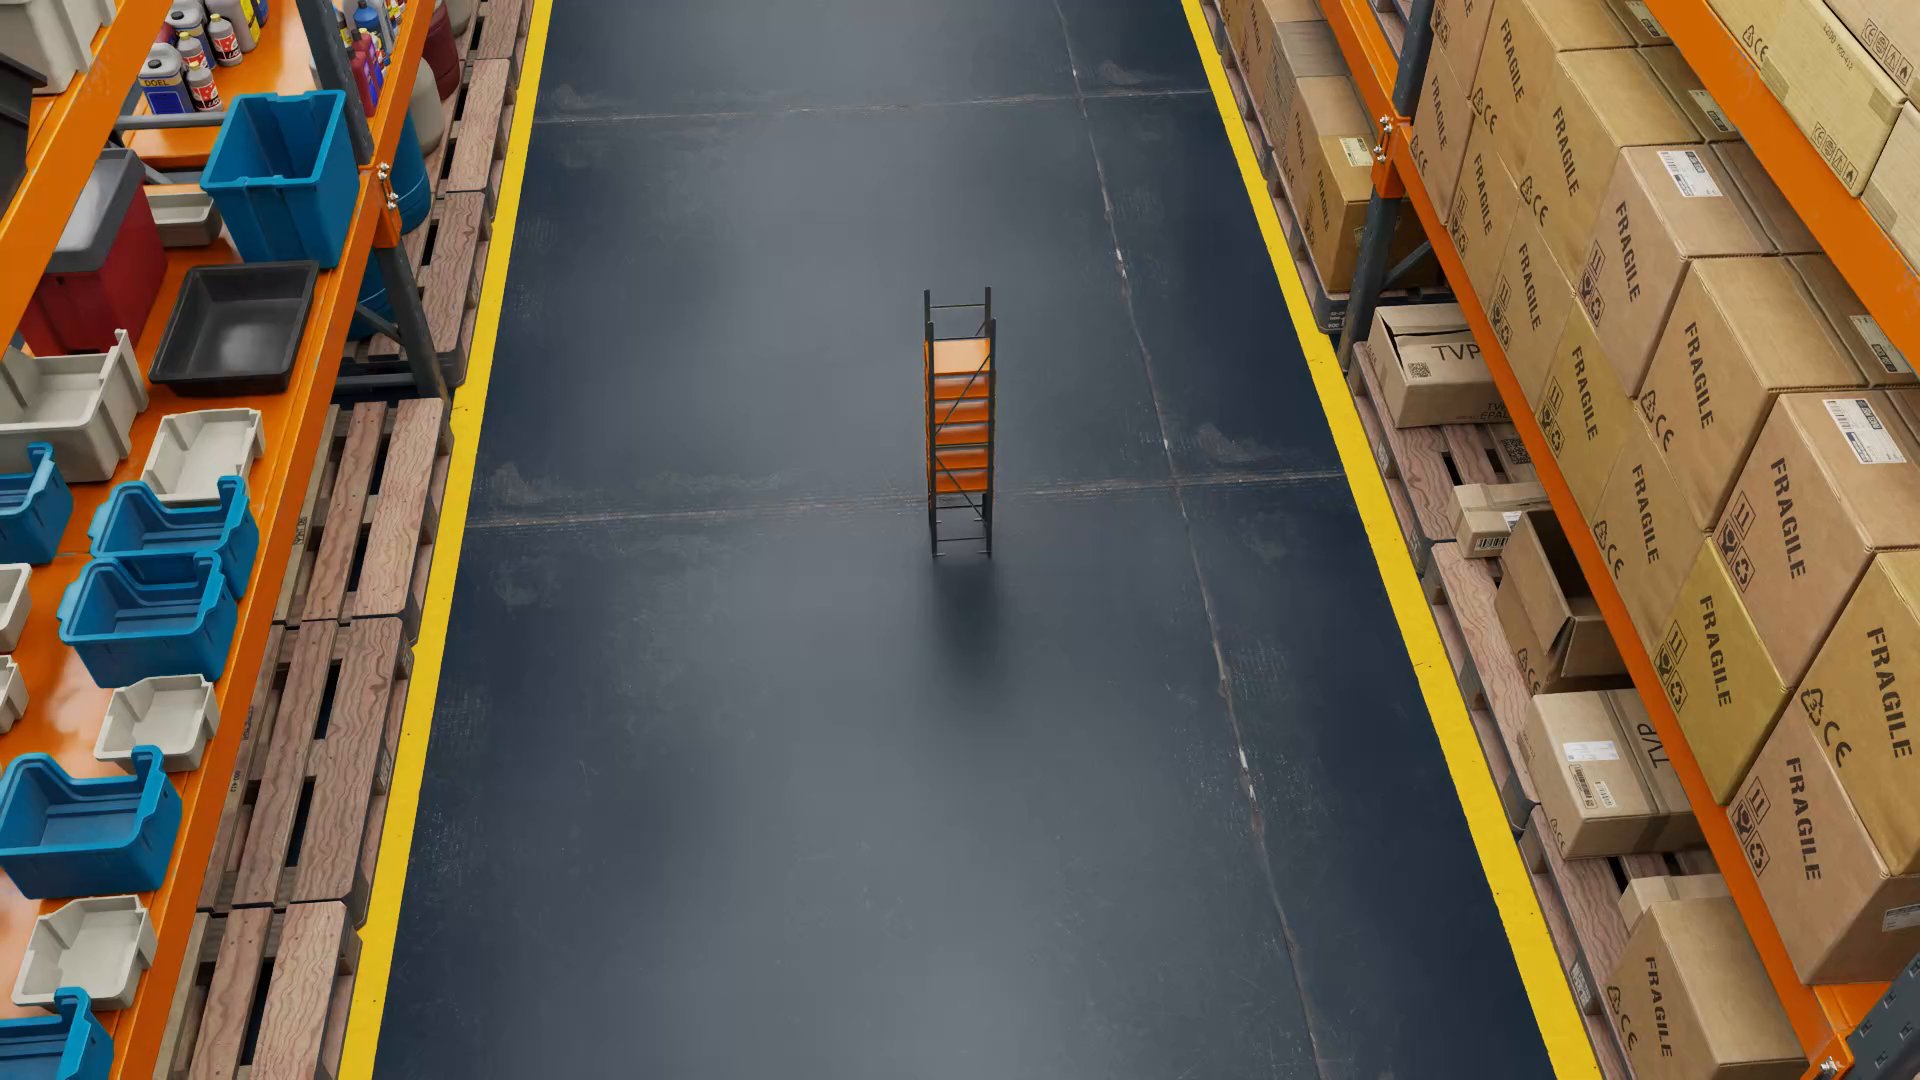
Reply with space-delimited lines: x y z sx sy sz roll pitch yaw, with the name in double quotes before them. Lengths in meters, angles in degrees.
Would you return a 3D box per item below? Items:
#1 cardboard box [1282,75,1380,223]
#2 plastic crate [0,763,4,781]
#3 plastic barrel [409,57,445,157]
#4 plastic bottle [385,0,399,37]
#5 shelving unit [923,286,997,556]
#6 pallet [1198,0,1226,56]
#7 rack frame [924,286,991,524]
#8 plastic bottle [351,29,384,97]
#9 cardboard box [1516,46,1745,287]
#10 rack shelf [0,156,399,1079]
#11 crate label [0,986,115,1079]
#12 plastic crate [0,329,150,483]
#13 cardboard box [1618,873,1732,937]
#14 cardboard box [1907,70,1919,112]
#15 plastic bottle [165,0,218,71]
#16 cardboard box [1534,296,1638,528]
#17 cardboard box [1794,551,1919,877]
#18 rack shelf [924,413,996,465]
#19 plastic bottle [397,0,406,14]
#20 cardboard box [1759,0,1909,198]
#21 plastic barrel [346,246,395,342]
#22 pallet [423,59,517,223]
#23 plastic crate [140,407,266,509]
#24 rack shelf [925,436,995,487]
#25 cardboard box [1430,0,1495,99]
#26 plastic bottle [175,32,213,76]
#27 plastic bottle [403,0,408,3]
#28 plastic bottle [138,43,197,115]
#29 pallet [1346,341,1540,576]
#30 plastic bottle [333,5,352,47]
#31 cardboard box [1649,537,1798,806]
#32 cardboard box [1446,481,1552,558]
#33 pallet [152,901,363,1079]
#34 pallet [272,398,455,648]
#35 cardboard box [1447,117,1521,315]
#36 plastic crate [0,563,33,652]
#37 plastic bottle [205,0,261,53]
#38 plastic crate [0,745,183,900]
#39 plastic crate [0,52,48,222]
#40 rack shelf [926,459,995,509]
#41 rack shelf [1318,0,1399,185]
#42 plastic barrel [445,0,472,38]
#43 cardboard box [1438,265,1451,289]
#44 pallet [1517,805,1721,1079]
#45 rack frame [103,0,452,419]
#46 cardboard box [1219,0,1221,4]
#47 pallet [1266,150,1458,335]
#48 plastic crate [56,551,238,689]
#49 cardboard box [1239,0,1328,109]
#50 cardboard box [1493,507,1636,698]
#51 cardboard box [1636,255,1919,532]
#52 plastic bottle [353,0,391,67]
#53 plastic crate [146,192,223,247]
"cardboard box" 1.849 -1.840 7.845 0.500 0.500 0.500 -3 47 -3
"plastic crate" -2.651 0.623 4.235 0.396 0.136 0.243 -3 47 -3
"plastic barrel" -2.774 -2.162 8.156 0.421 0.512 0.421 0 47 0
"plastic bottle" -2.400 -2.216 6.871 0.097 0.271 0.097 0 47 0
"shelving unit" -0.001 -0.423 6.324 0.258 1.200 0.189 -3 47 -3
"pallet" 1.899 -3.243 9.676 1.003 0.211 1.213 -3 47 -3
"rack frame" -0.009 -0.489 6.387 0.240 1.200 0.006 -3 47 -3
"plastic bottle" -2.344 -1.899 6.563 0.061 0.283 0.133 -3 47 -3
"cardboard box" 2.054 -1.125 4.992 0.500 0.500 0.500 -5 47 -4
"rack shelf" -2.560 0.143 5.044 1.077 0.370 4.000 -3 47 -3
"crate label" -2.085 1.181 3.640 0.416 0.233 0.303 -3 47 -3
"plastic crate" -2.783 -0.416 5.118 0.437 0.282 0.530 -3 47 -3
"cardboard box" 2.308 1.190 5.205 0.380 0.166 0.250 -3 47 -3
"cardboard box" 2.204 -0.826 3.159 0.500 0.250 0.500 -3 47 -3
"plastic bottle" -3.113 -2.039 6.701 0.152 0.276 0.135 -3 47 -3
"cardboard box" 2.110 -0.399 4.993 0.500 0.500 0.500 -4 47 -4
"cardboard box" 2.232 0.360 3.585 0.500 0.500 0.500 -4 47 -4
"rack shelf" -0.001 -0.393 6.357 0.258 0.103 0.180 -3 47 -3
"plastic bottle" -2.416 -2.333 7.030 0.097 0.201 0.097 0 47 0
"cardboard box" 2.152 -1.015 3.683 0.500 0.250 0.500 -3 47 -3
"plastic barrel" -2.756 -1.369 7.137 0.600 0.901 0.708 -3 47 -3
"pallet" -2.856 -2.038 8.535 1.003 0.211 1.213 -3 47 -3
"plastic crate" -2.282 -0.240 5.052 0.293 0.136 0.466 -3 47 -3
"rack shelf" -0.001 -0.310 6.444 0.258 0.103 0.180 -3 47 -3
"cardboard box" 1.968 -1.870 5.698 0.500 0.500 0.500 -2 47 -2
"plastic bottle" -3.070 -1.931 6.650 0.097 0.201 0.097 0 47 0
"plastic bottle" -2.407 -2.445 7.080 0.061 0.283 0.133 -3 47 -3
"plastic bottle" -3.083 -1.775 6.450 0.152 0.276 0.135 -3 47 -3
"pallet" 2.265 -0.394 6.978 1.003 0.211 1.213 -3 47 -3
"plastic bottle" -2.540 -2.085 6.796 0.097 0.201 0.097 0 47 0
"cardboard box" 2.188 0.327 4.306 0.500 0.500 0.500 -3 47 -3
"cardboard box" 2.111 -0.085 6.413 0.380 0.166 0.250 -3 47 -3
"pallet" -2.423 1.702 4.993 1.003 0.211 1.213 -3 47 -3
"pallet" -2.627 -0.063 6.665 1.003 0.211 1.213 -3 47 -3
"cardboard box" 2.026 -1.129 5.684 0.500 0.500 0.500 -3 47 -3
"plastic crate" -2.742 0.210 4.626 0.298 0.136 0.250 -3 47 -3
"plastic bottle" -2.987 -2.189 6.791 0.144 0.351 0.185 -3 47 -3
"plastic crate" -2.140 0.704 4.091 0.416 0.233 0.300 -3 47 -3
"plastic crate" -2.247 -0.790 3.409 0.504 0.338 0.767 -3 47 -3
"rack shelf" -0.001 -0.227 6.531 0.258 0.103 0.180 -3 47 -3
"rack shelf" 2.041 -3.050 8.068 1.077 0.370 4.000 -3 47 -3
"plastic barrel" -2.868 -2.979 8.929 0.421 0.512 0.421 0 47 0
"cardboard box" 2.411 -1.507 7.530 0.500 0.500 0.500 -5 47 -5
"pallet" 2.470 1.371 5.306 1.003 0.211 1.213 -3 47 -3
"rack frame" -2.727 -1.552 6.154 1.000 3.000 0.127 -3 47 -3
"cardboard box" 1.677 -3.311 9.238 0.500 0.500 0.500 -5 47 -5
"pallet" 2.103 -1.477 8.004 1.003 0.211 1.213 -3 47 -3
"plastic crate" -2.195 0.228 4.542 0.416 0.233 0.300 -3 47 -3
"cardboard box" 1.763 -2.570 8.537 0.500 0.500 0.500 -5 47 -5
"cardboard box" 2.371 0.216 5.896 0.797 0.503 0.637 -3 47 -3
"cardboard box" 2.141 -0.380 4.286 0.500 0.500 0.500 -2 47 -2
"plastic bottle" -2.380 -2.048 6.712 0.097 0.271 0.097 0 47 0
"plastic crate" -2.831 -1.136 5.901 0.396 0.136 0.243 -3 47 -3
